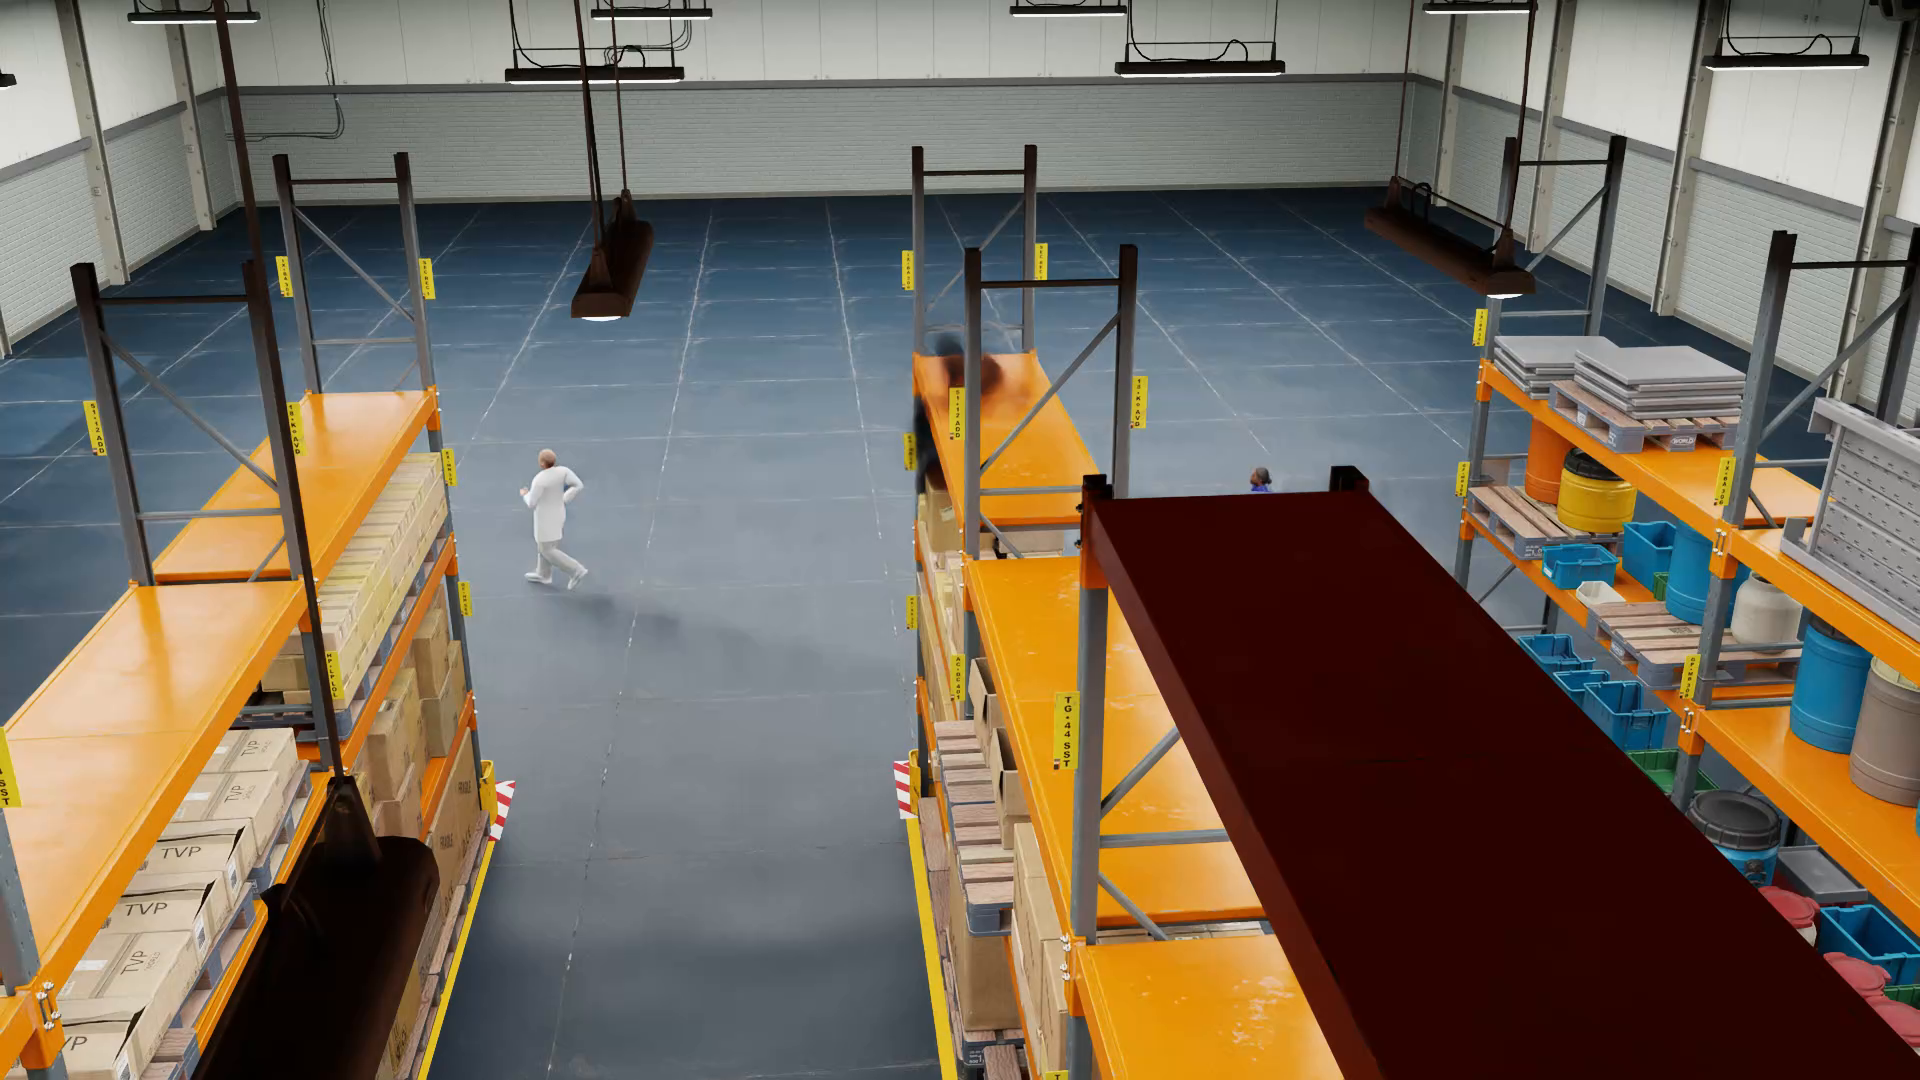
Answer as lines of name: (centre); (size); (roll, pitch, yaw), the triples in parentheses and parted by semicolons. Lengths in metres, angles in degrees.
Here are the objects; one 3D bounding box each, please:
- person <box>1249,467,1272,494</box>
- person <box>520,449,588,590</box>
person: (3.490, -0.074, 19.546); (0.923, 1.657, 0.579); (5, 22, 13)
person: (-4.868, -0.245, 19.846); (1.027, 1.743, 0.714); (10, 24, 23)
